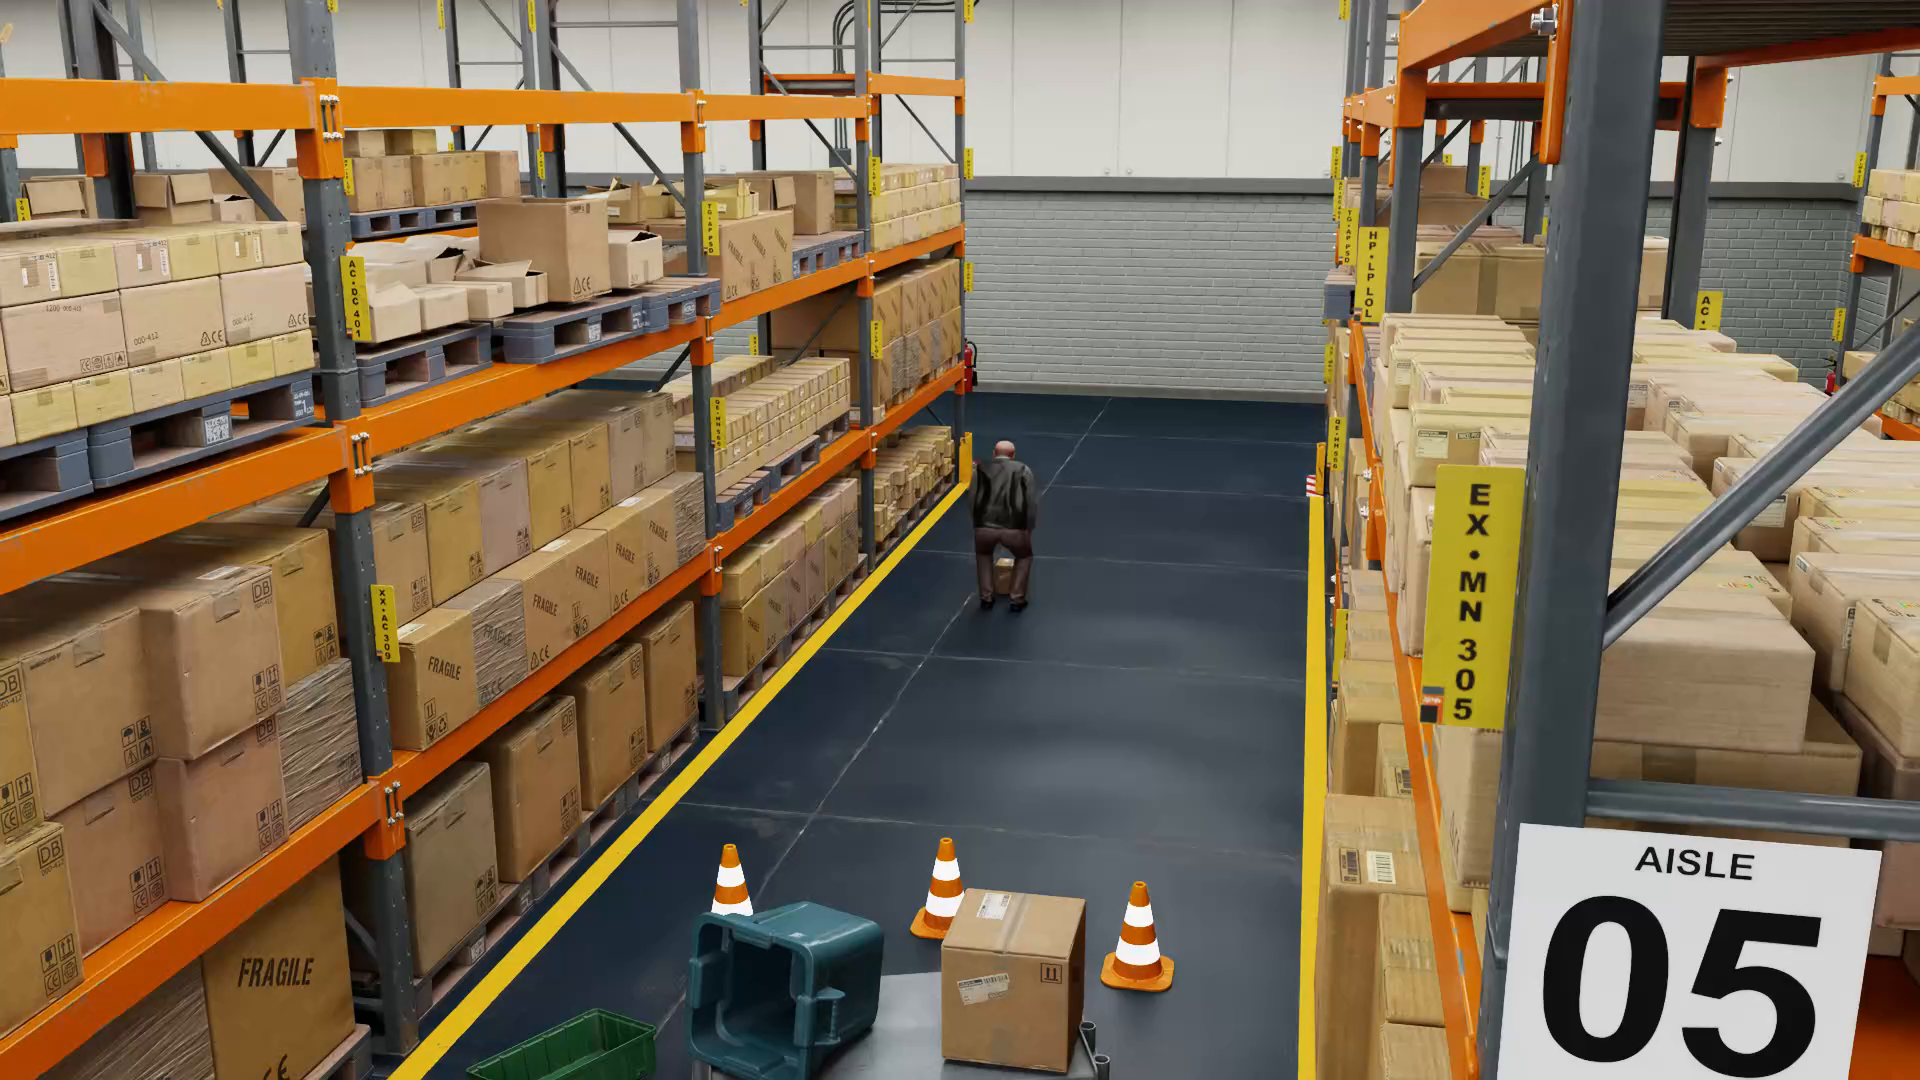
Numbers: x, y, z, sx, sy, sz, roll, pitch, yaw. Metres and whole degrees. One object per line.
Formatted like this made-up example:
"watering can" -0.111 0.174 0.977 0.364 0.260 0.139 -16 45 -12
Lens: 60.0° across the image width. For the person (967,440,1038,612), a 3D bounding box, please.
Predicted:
"person" 0.327 -0.108 13.747 0.590 1.339 0.742 3 15 11
